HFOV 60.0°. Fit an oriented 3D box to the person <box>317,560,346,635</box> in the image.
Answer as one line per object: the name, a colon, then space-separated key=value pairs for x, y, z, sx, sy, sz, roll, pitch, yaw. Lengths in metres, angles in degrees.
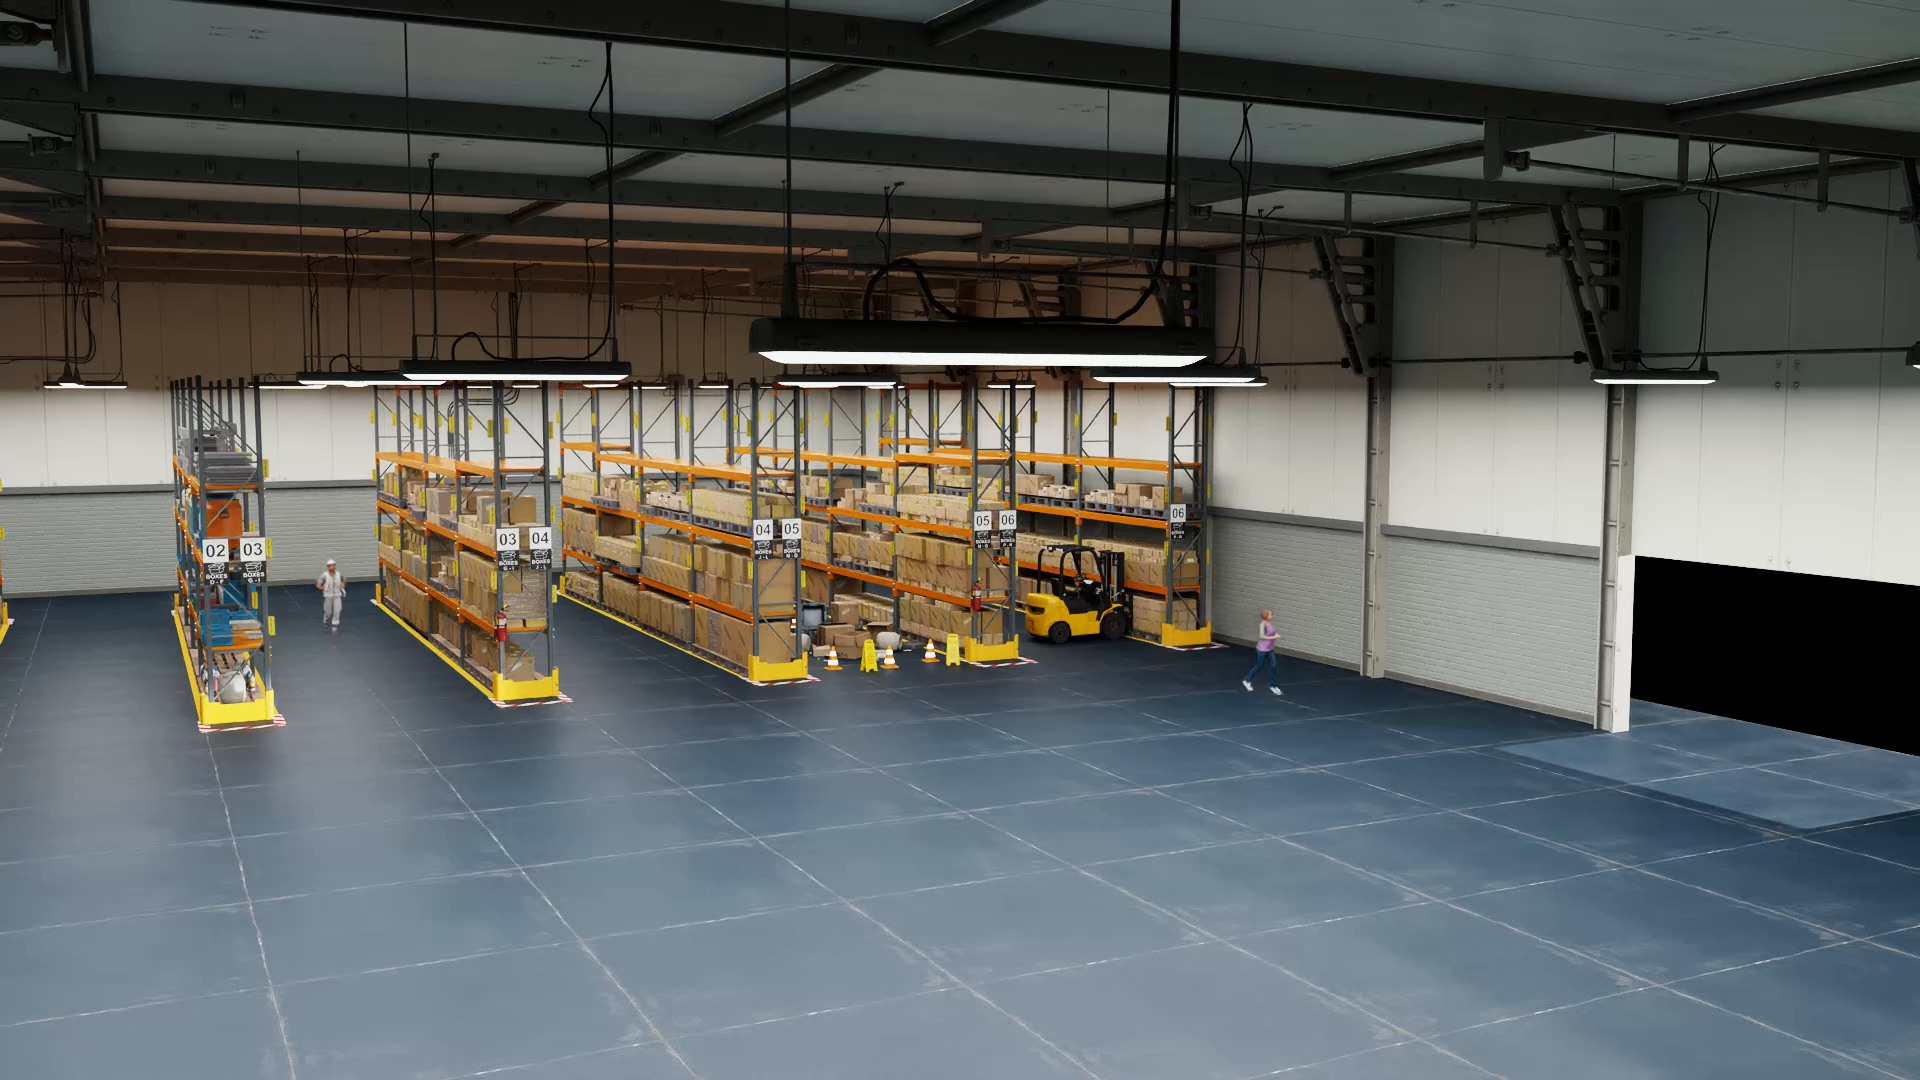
person: x=-14.844 y=1.349 z=39.287 sx=0.663 sy=1.757 sz=0.782 roll=-4 pitch=6 yaw=-36

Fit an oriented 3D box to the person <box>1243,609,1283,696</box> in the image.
person: x=5.741 y=2.110 z=31.487 sx=0.794 sy=1.631 sz=0.544 roll=4 pitch=6 yaw=38

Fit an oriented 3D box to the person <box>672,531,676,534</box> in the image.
person: x=-8.558 y=0.485 z=50.196 sx=0.666 sy=1.551 sz=0.541 roll=-3 pitch=6 yaw=-32
